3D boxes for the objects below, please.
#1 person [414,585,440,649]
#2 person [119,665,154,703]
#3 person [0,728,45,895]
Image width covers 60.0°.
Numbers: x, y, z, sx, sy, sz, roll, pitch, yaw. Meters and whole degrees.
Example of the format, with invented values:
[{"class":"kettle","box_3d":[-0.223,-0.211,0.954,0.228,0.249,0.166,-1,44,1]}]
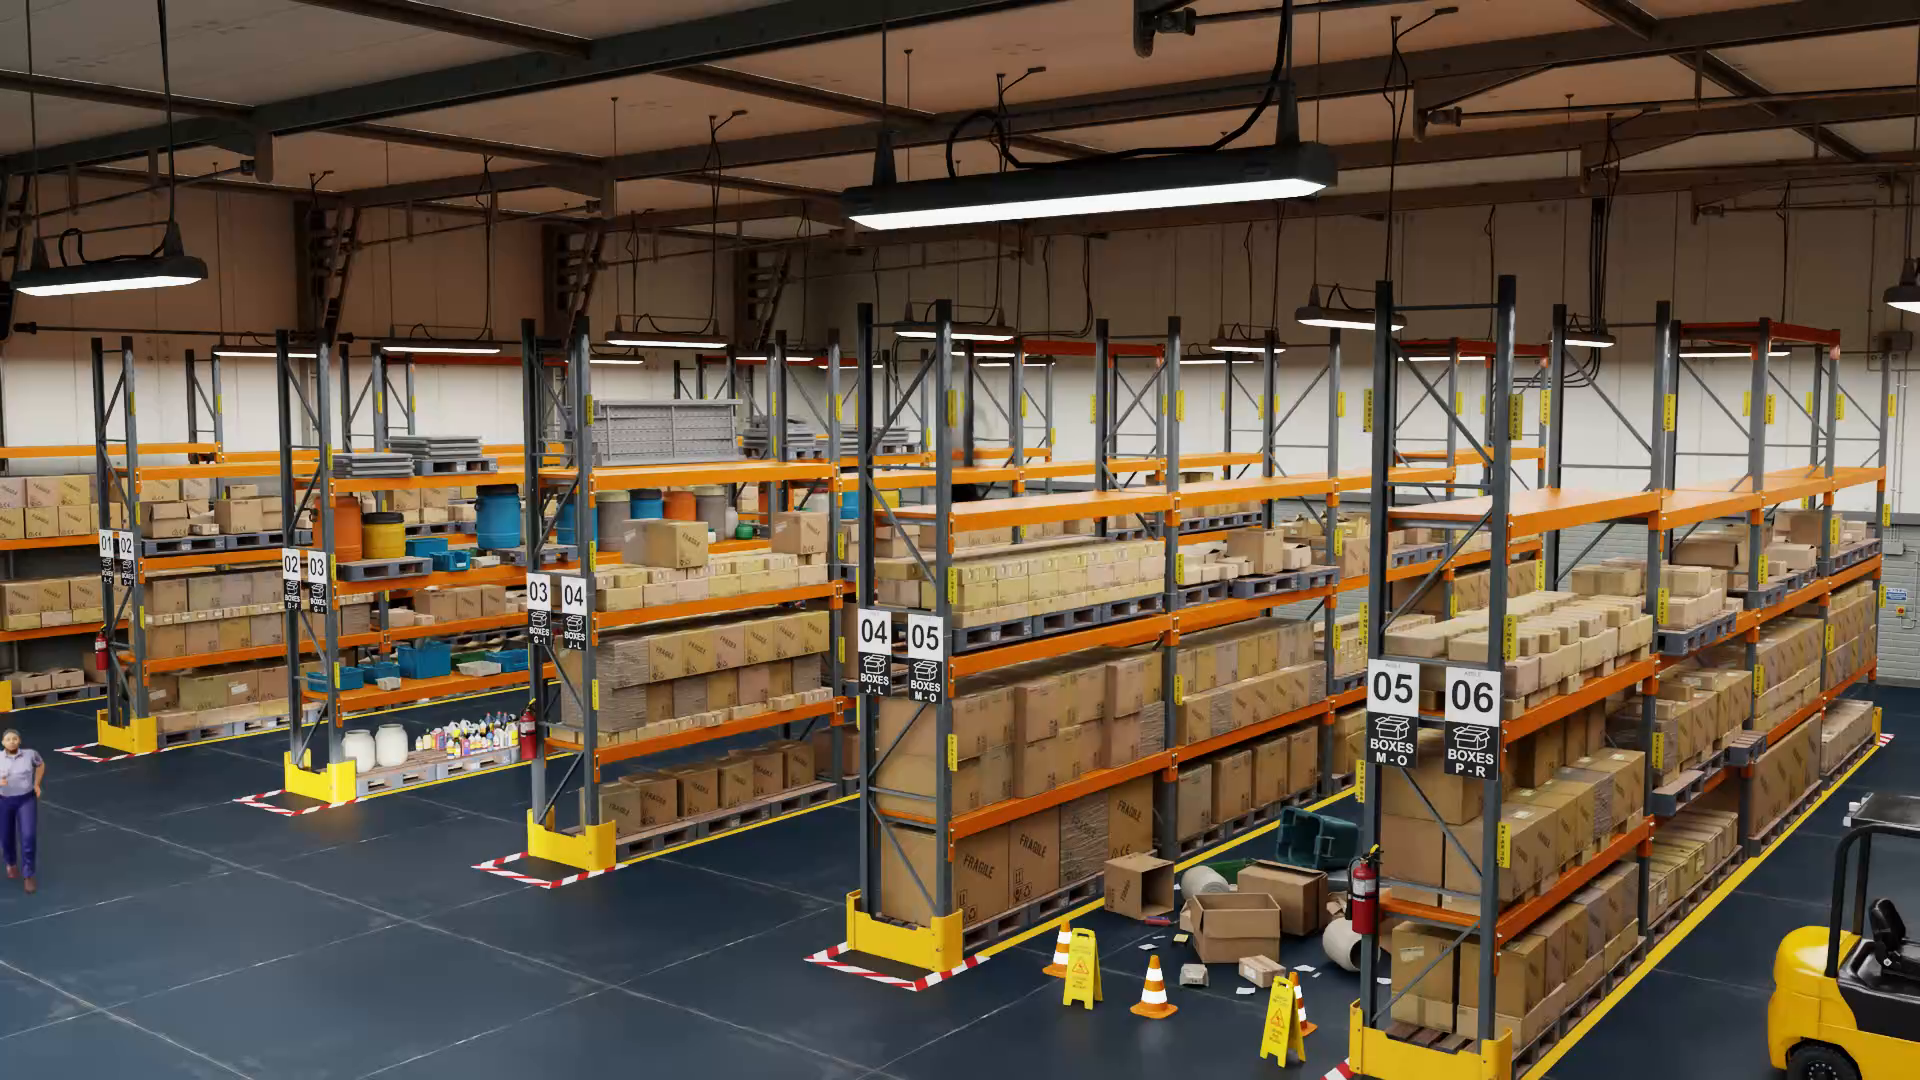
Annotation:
[{"class":"person","box_3d":[-9.684,1.669,30.354,0.658,1.726,0.582,3,6,31]},{"class":"person","box_3d":[-12.805,2.044,25.937,0.698,1.721,0.601,3,6,30]},{"class":"person","box_3d":[-9.932,2.816,17.473,0.594,1.690,0.801,-3,6,-30]}]
